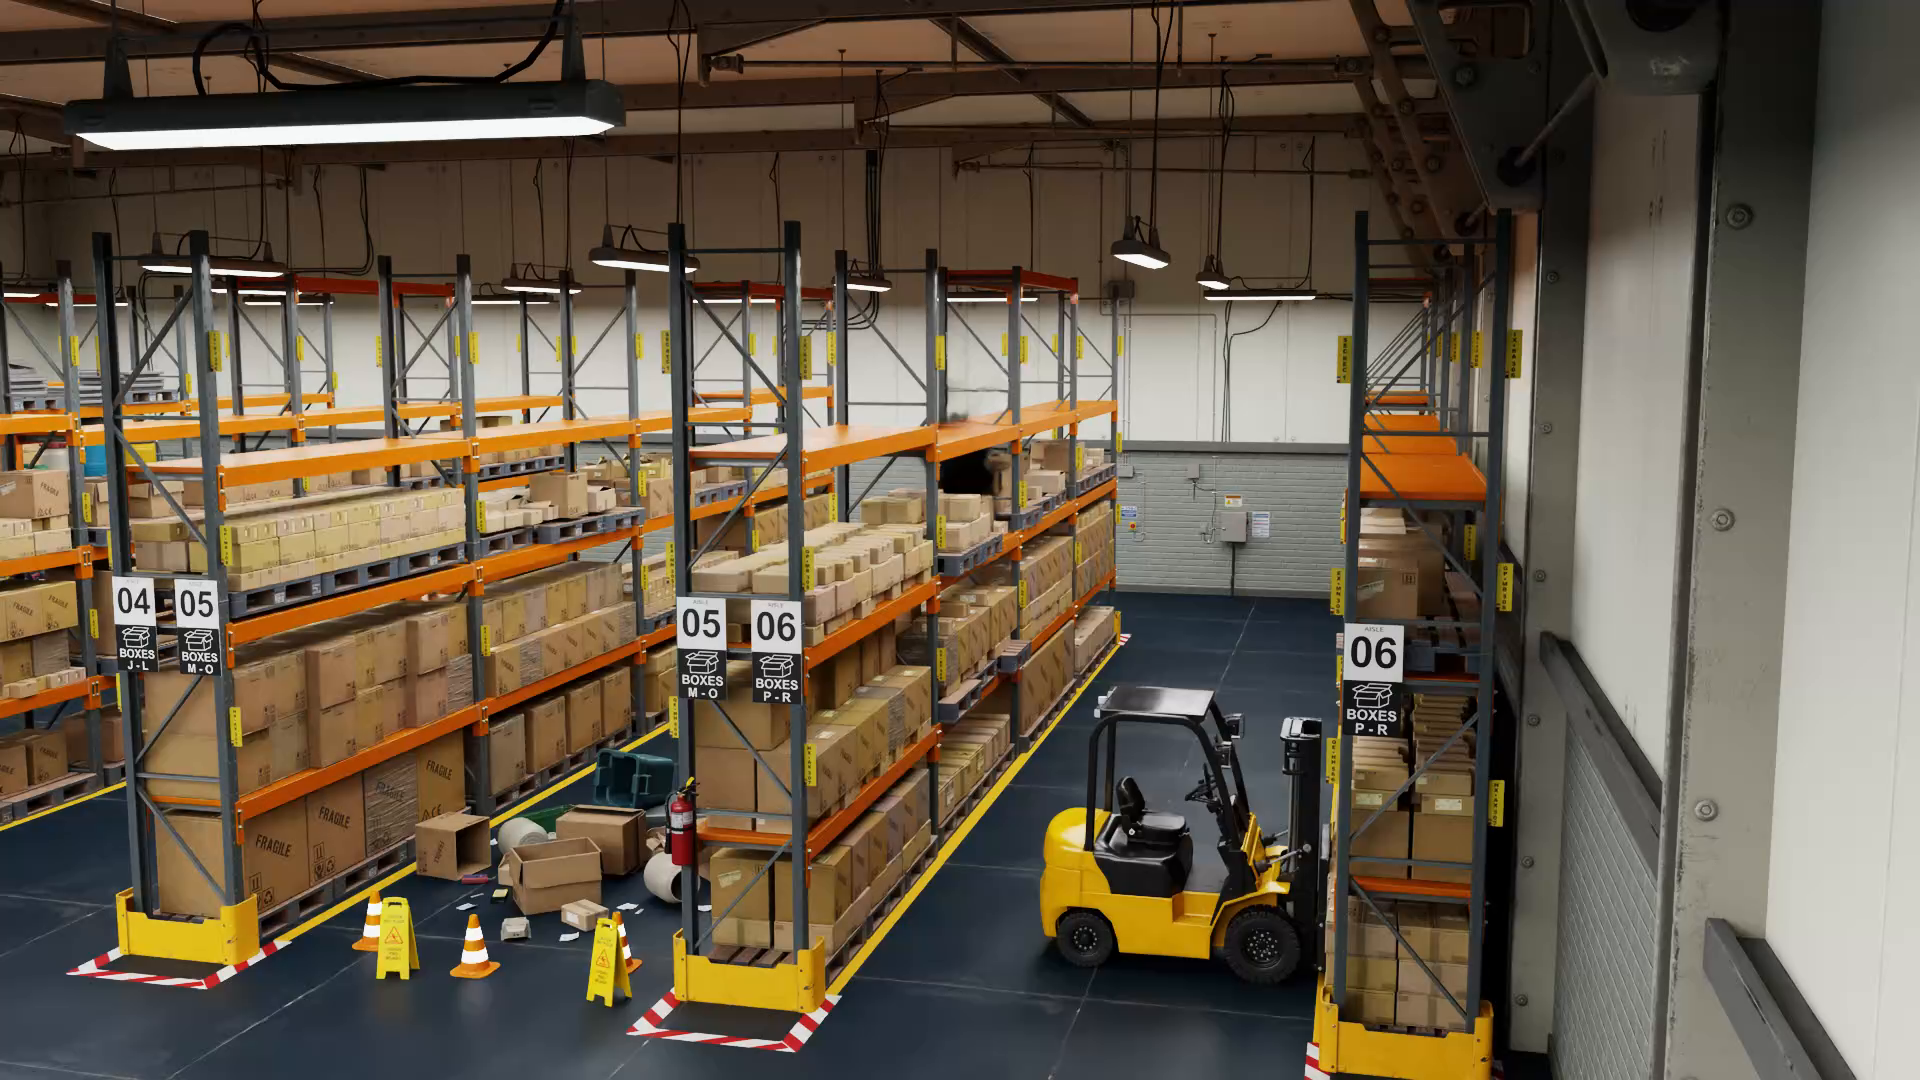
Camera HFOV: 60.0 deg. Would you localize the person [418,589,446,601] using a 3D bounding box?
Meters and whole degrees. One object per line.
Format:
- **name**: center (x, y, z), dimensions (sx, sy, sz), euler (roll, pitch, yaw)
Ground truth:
- **person**: center (-7.511, 1.398, 23.729), dimensions (0.645, 1.766, 0.663), euler (2, 7, 15)
